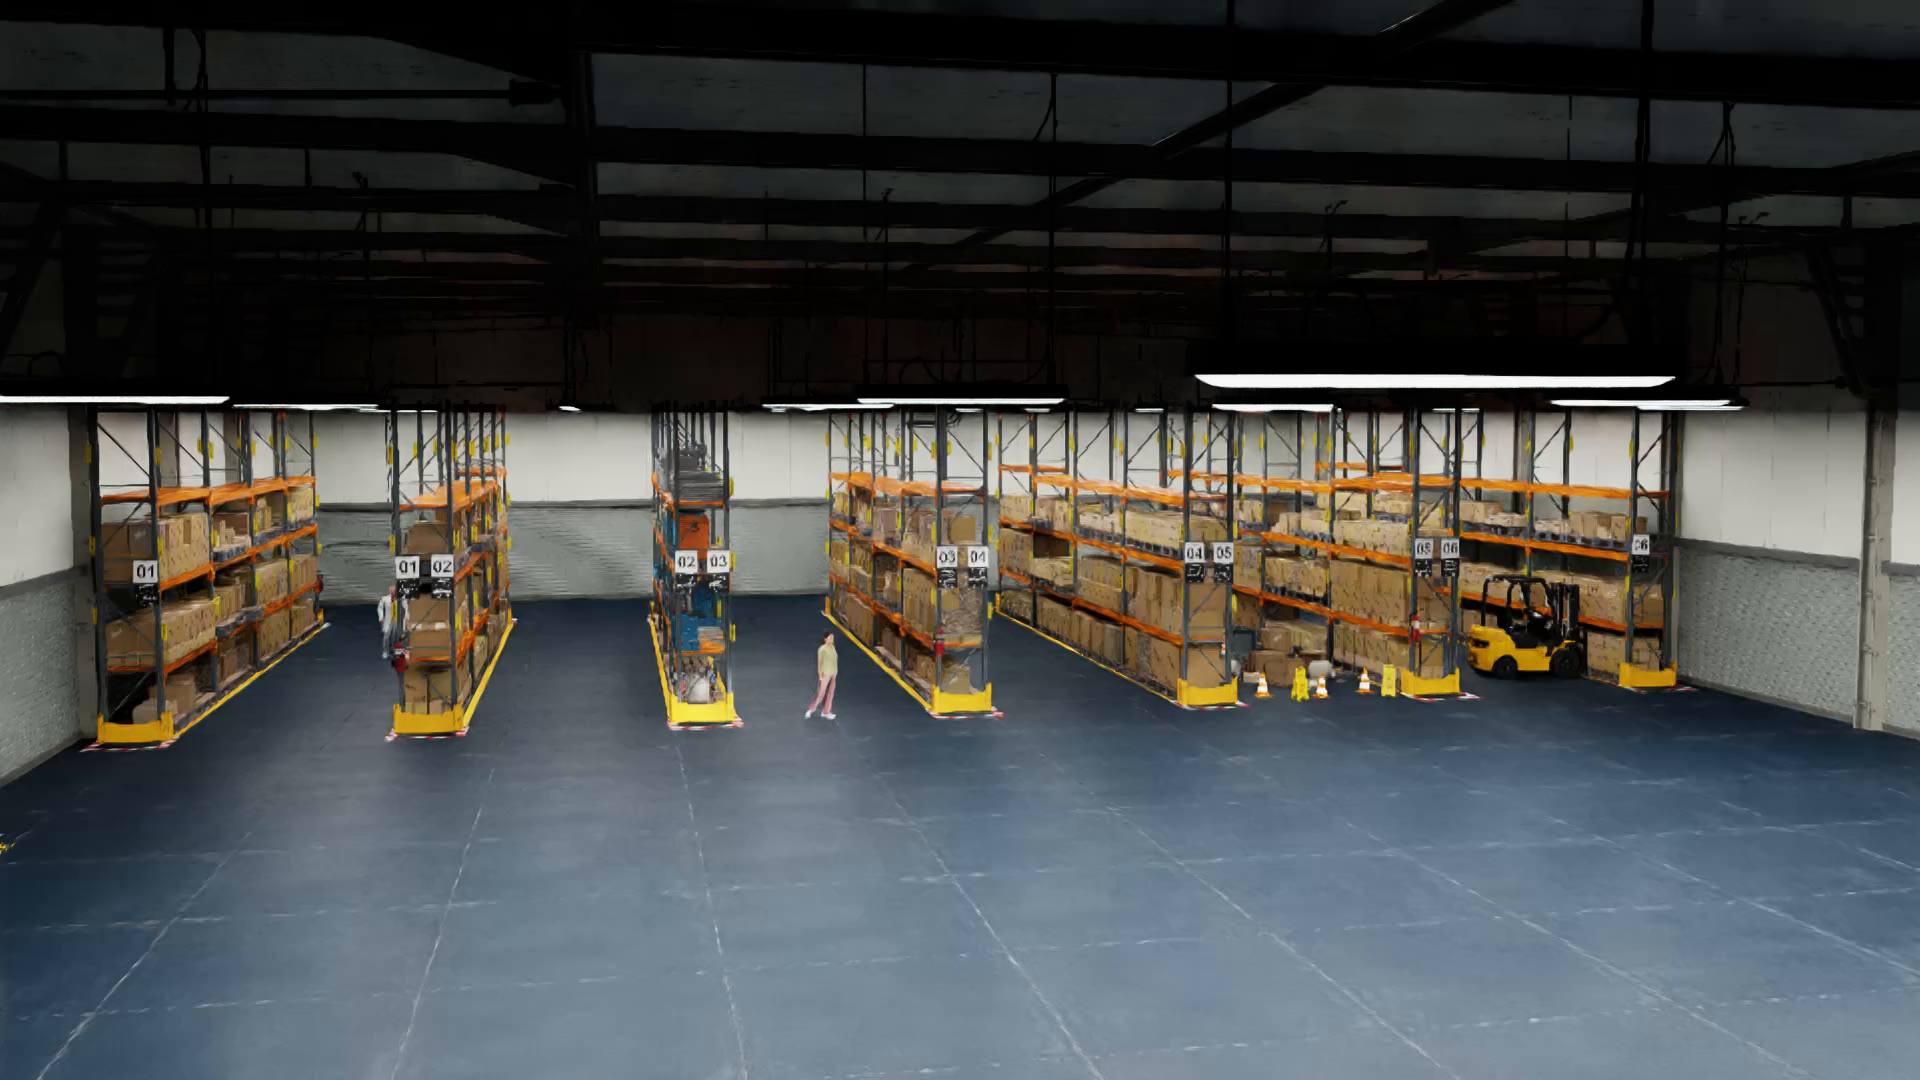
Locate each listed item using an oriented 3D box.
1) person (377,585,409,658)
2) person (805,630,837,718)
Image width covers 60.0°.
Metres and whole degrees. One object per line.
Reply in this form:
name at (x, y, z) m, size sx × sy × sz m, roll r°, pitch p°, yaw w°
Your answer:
person at (-13.310, 1.917, 39.093) m, size 0.729 × 1.733 × 0.546 m, roll -1°, pitch 4°, yaw -13°
person at (-2.617, 2.531, 31.310) m, size 0.485 × 1.664 × 0.633 m, roll 3°, pitch 5°, yaw 37°
